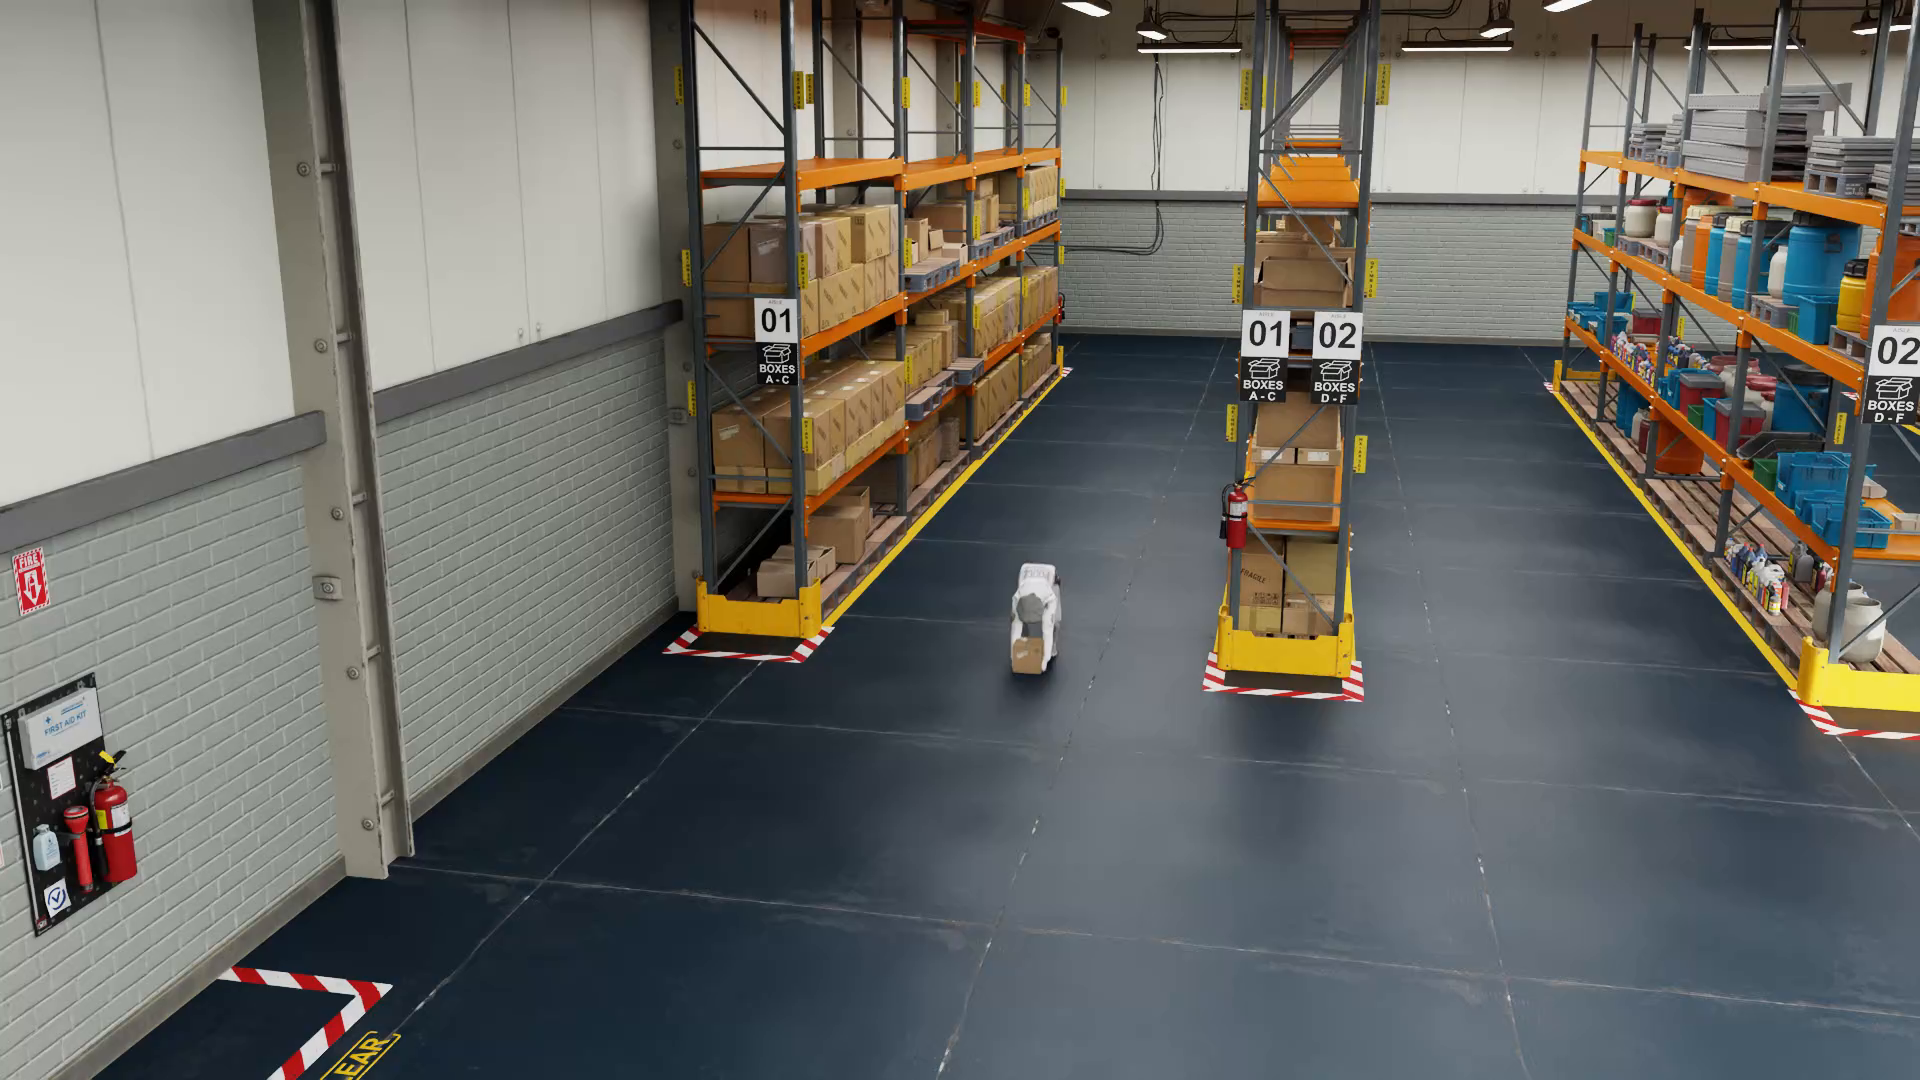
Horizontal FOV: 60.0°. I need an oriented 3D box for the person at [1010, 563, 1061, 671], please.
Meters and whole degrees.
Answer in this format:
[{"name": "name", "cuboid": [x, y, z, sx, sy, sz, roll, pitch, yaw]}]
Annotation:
[{"name": "person", "cuboid": [0.687, 0.683, 15.073, 0.467, 0.842, 0.889, 2, 15, 9]}]
